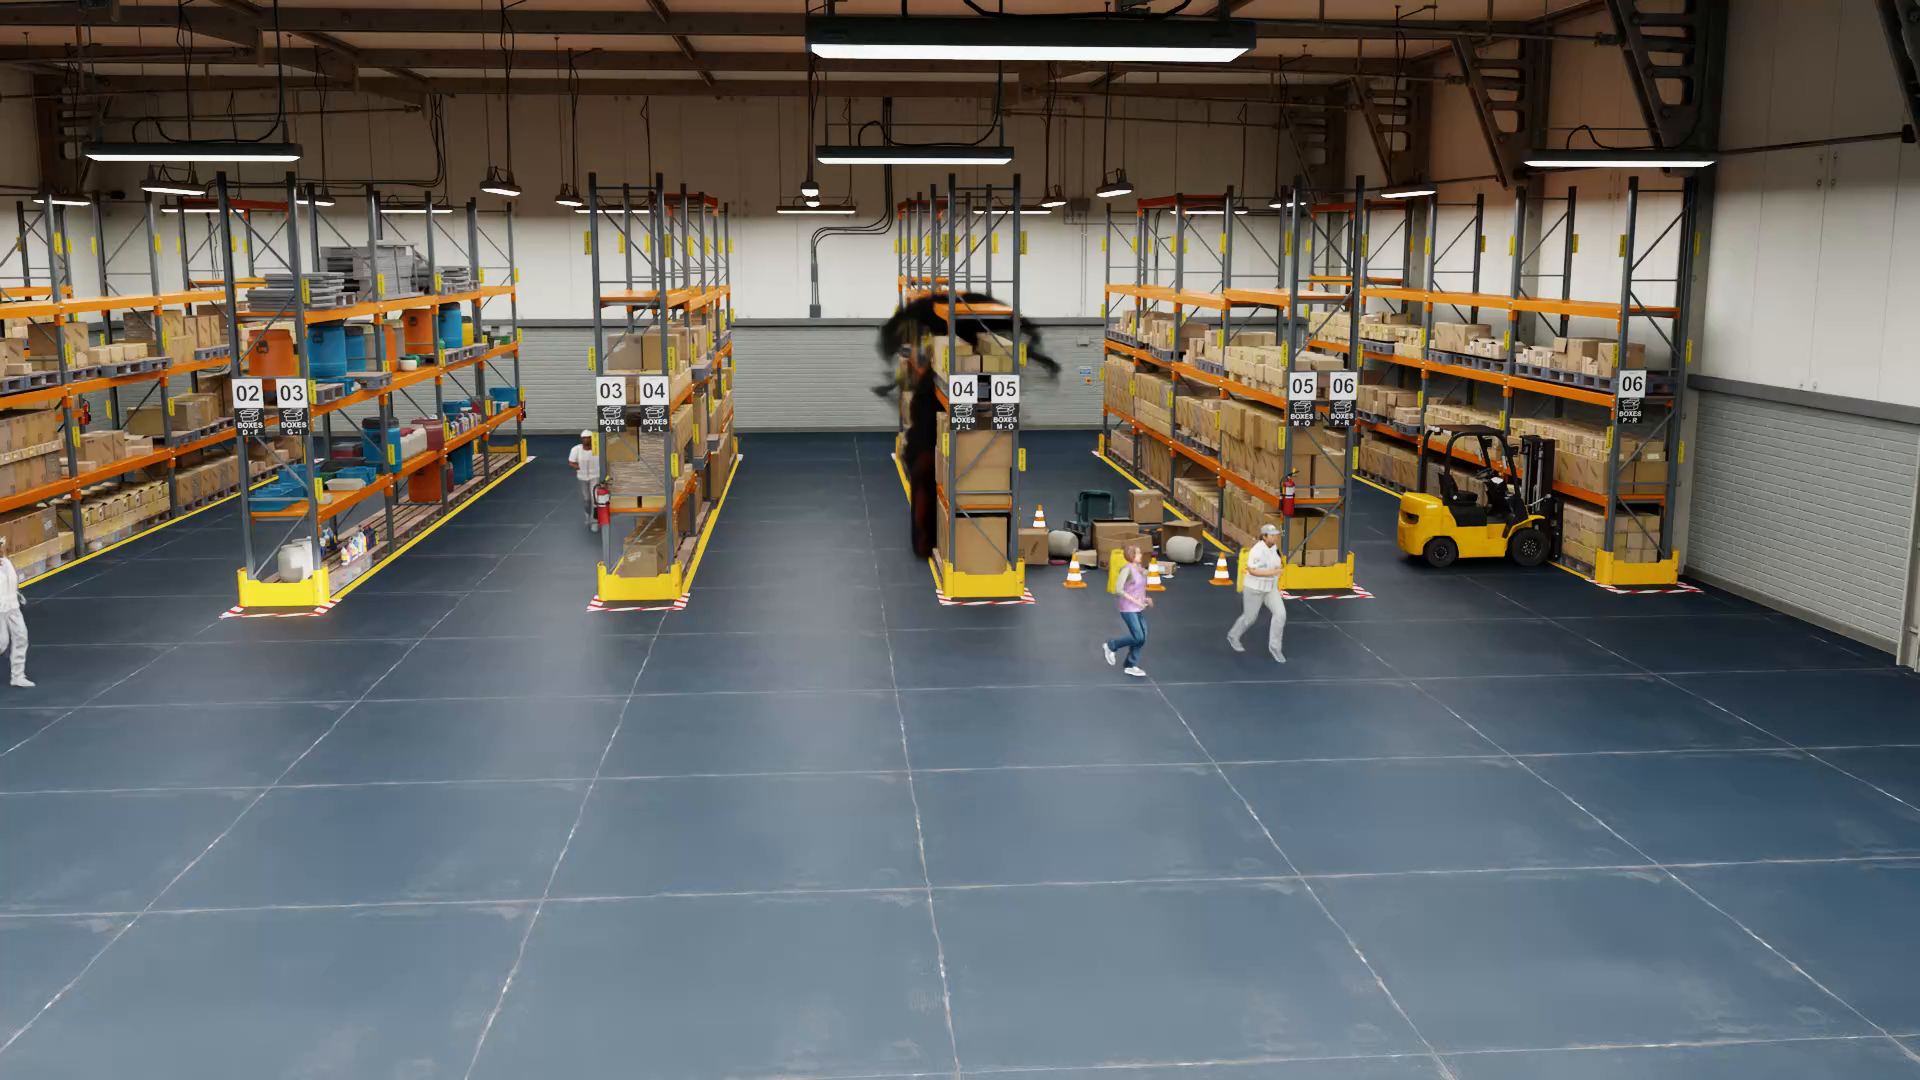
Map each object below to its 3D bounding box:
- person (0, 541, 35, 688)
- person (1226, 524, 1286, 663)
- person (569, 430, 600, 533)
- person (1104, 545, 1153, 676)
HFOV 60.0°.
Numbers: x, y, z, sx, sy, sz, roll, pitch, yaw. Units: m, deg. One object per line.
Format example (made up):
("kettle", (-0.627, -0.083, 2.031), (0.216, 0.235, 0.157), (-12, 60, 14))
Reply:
("person", (-11.048, 0.817, 19.078), (0.841, 1.771, 0.681), (3, 10, 14))
("person", (3.656, 0.634, 20.423), (0.627, 1.712, 0.861), (-9, 14, -42))
("person", (-6.646, -1.087, 29.726), (0.640, 1.795, 0.890), (-1, 10, -5))
("person", (1.989, 0.826, 19.608), (0.557, 1.535, 0.534), (6, 12, 30))
